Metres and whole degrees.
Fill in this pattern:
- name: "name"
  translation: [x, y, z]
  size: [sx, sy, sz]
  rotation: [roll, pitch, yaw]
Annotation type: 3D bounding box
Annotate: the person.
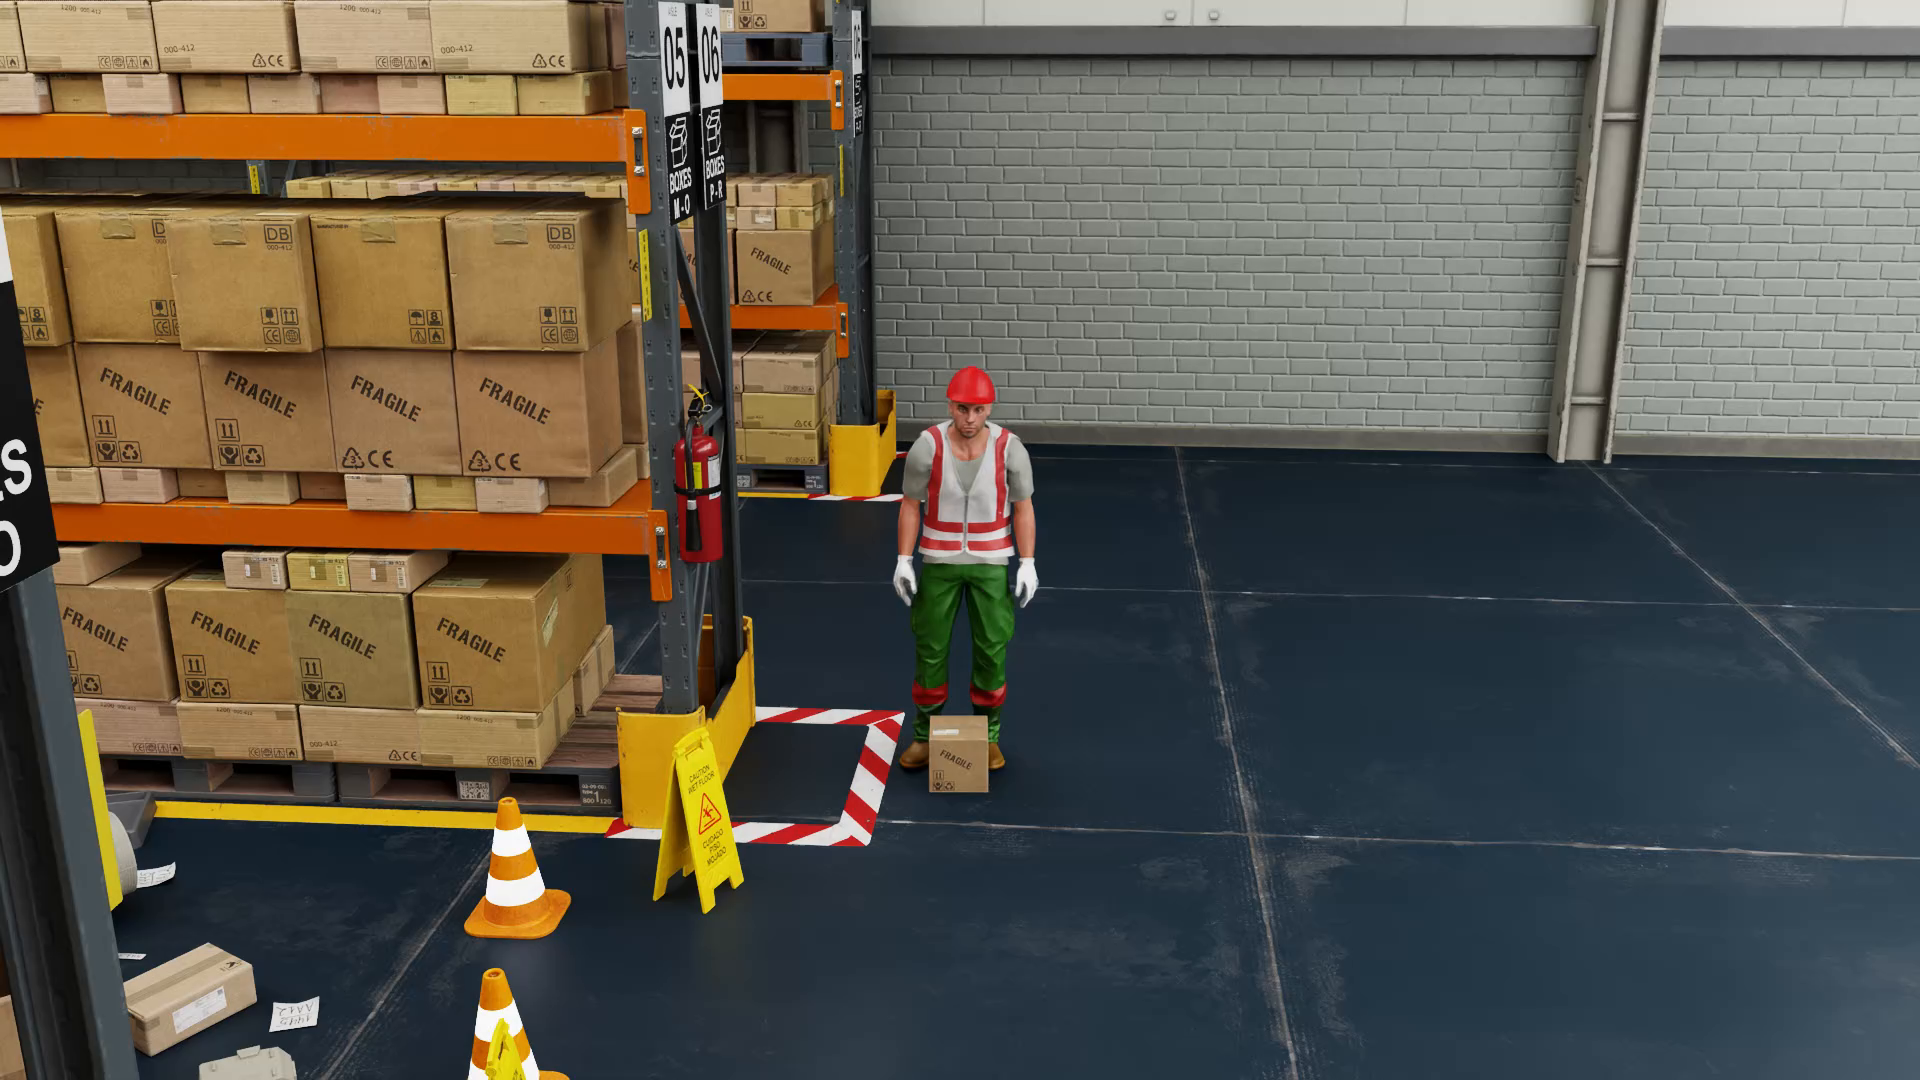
- name: "person"
  translation: [0.026, 0.122, 7.128]
  size: [0.623, 1.780, 0.446]
  rotation: [1, 17, 2]
